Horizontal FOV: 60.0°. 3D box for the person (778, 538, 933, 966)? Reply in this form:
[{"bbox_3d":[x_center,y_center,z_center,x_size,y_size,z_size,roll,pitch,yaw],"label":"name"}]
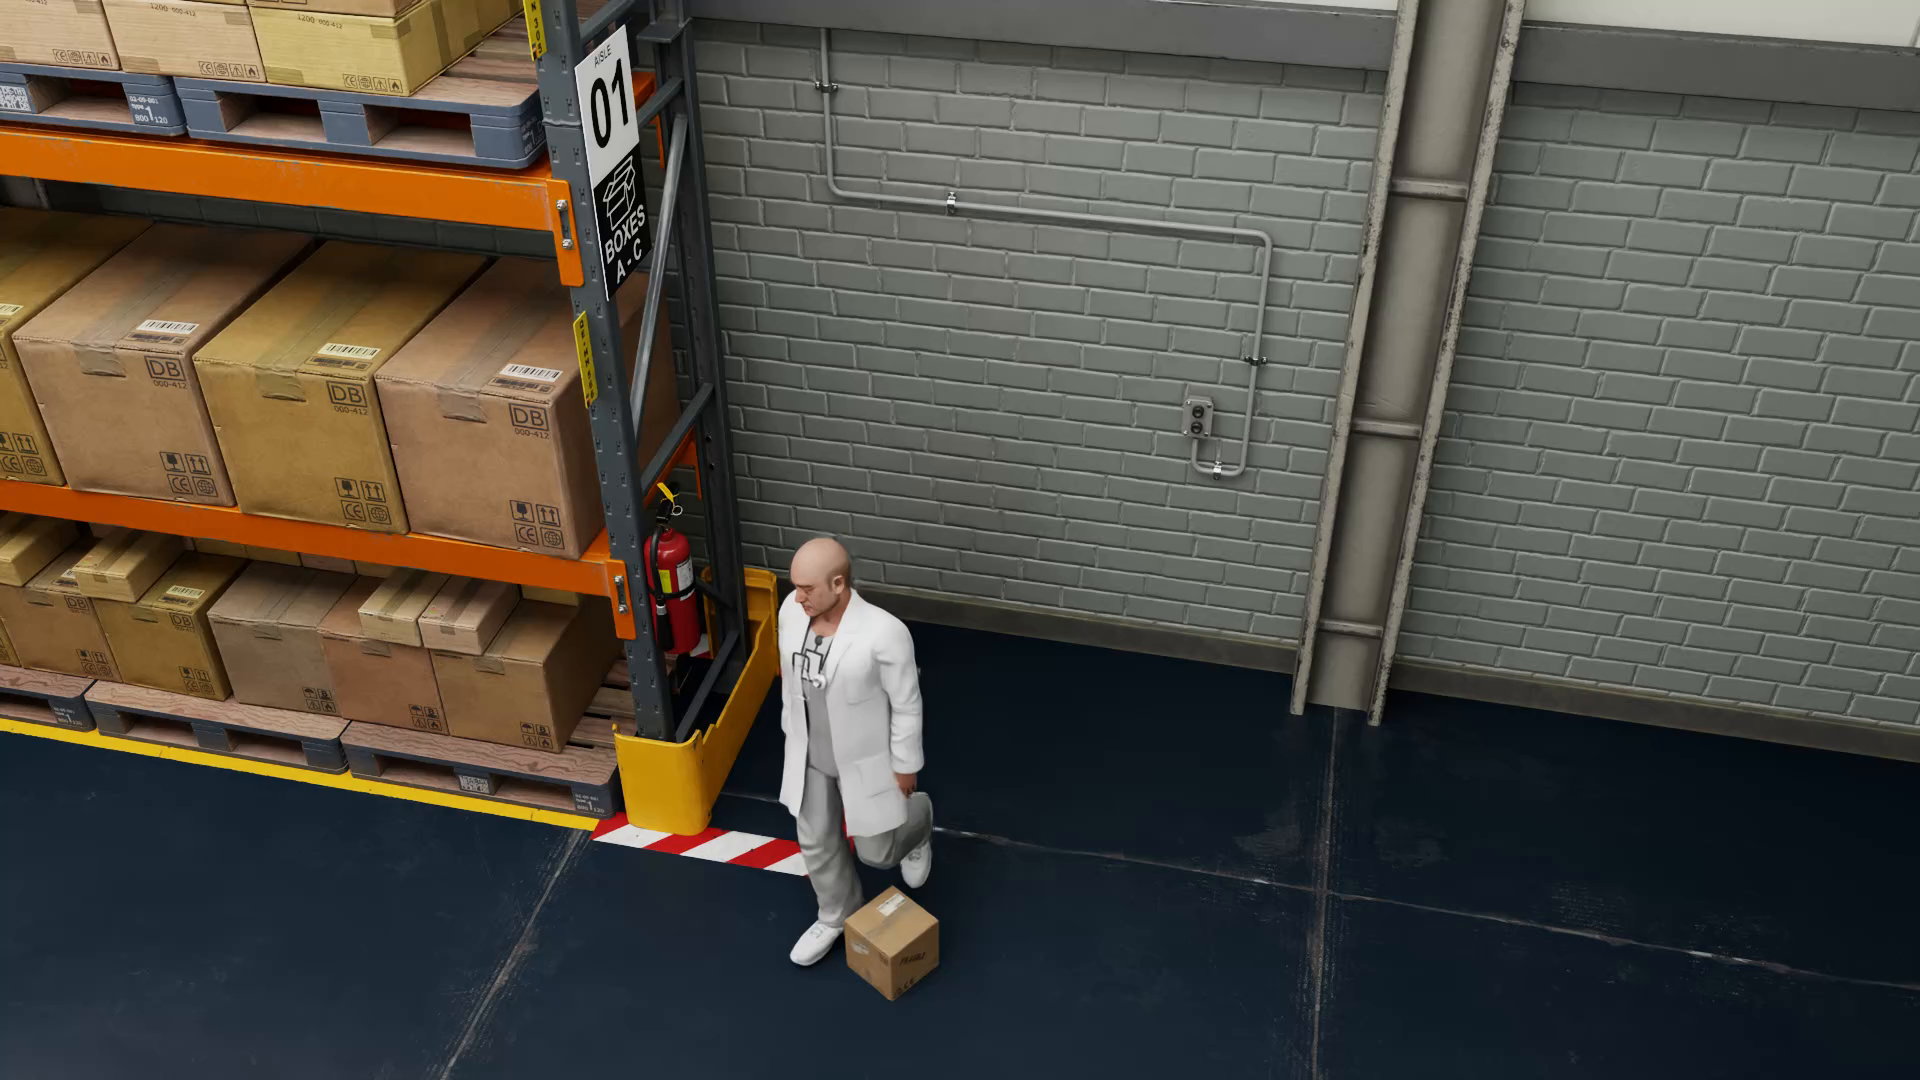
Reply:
[{"bbox_3d":[-0.375,0.722,5.974,0.596,1.754,0.778,19,40,24],"label":"person"}]
